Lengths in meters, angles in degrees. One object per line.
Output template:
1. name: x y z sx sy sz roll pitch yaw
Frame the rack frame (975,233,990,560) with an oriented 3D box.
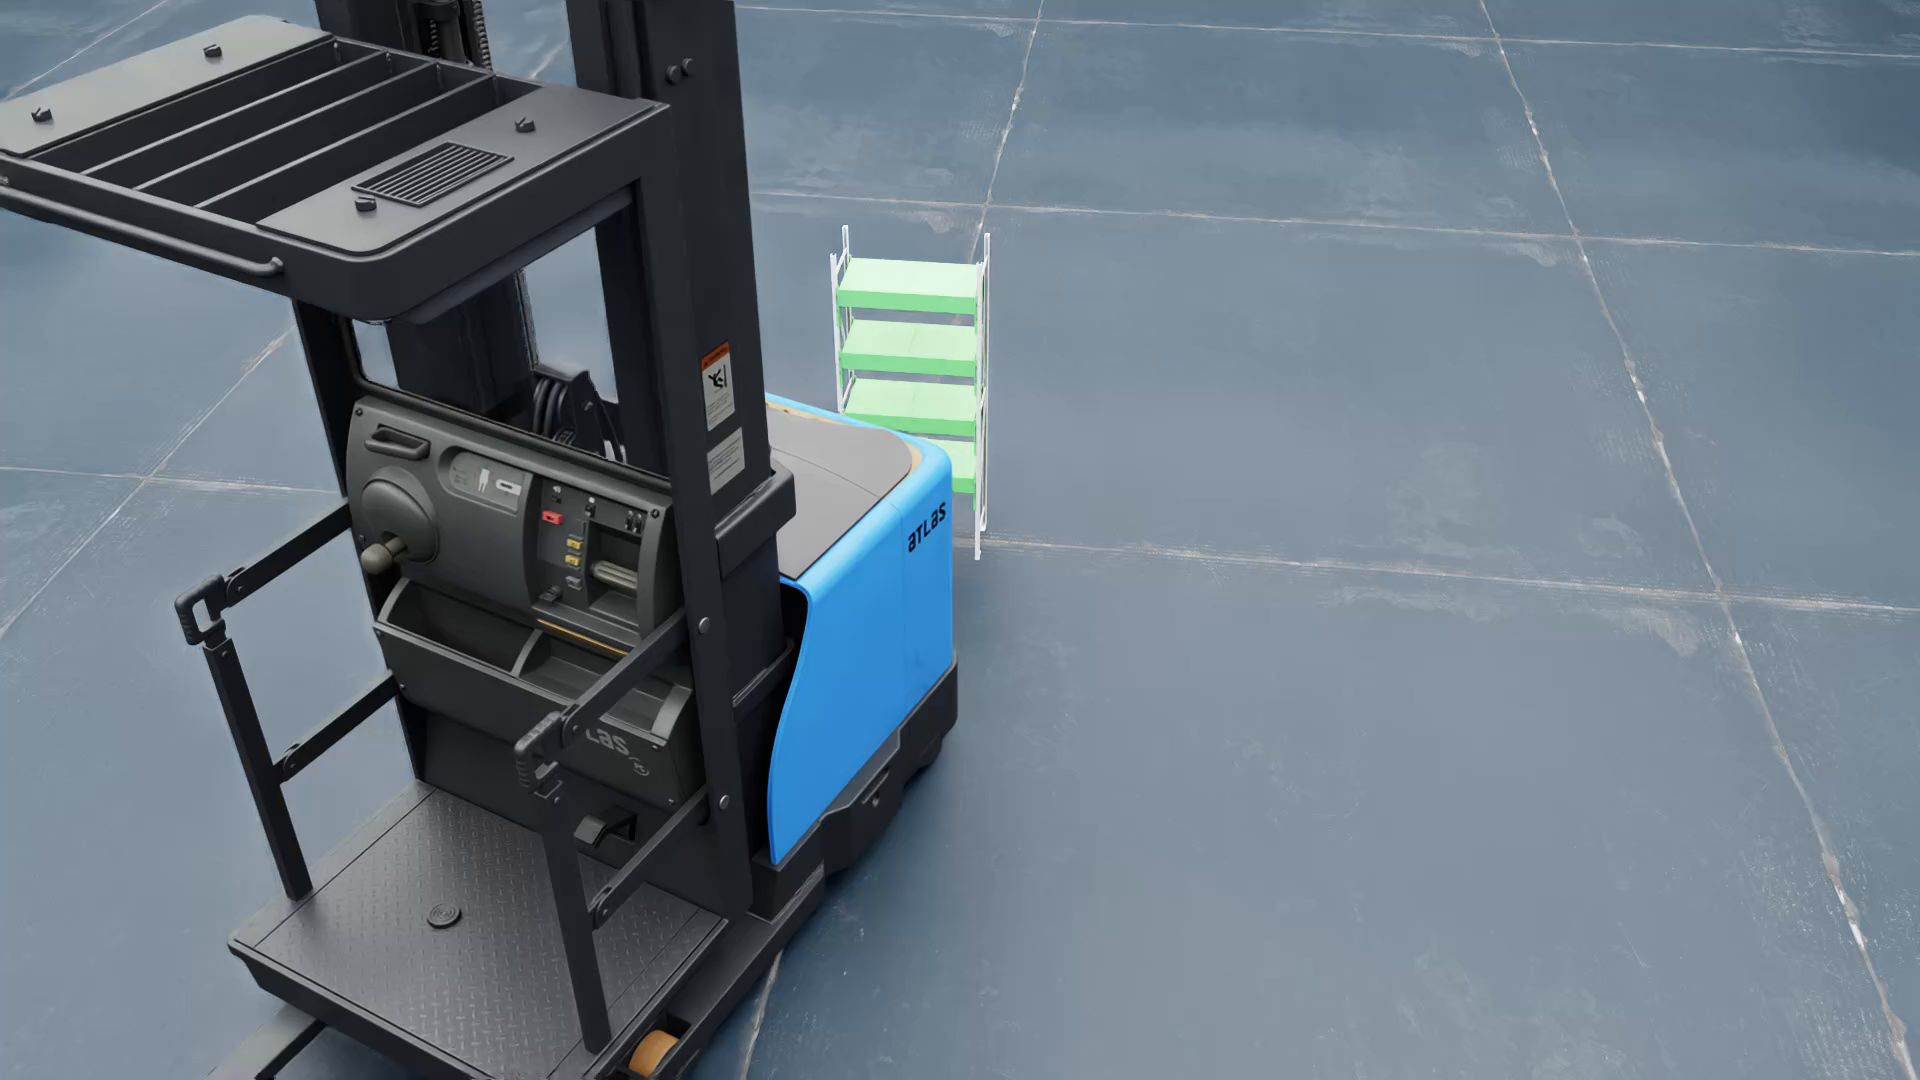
1. rack frame: 0.078 -0.483 5.893 0.015 1.200 0.240 4 36 6

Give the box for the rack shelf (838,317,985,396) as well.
1. rack shelf: -0.164 -0.644 5.816 0.480 0.148 0.258 4 36 6

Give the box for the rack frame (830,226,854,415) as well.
1. rack frame: -0.406 -0.519 5.944 0.015 1.200 0.240 4 36 6

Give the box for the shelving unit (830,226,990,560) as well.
1. shelving unit: -0.164 -0.501 5.919 0.503 1.200 0.258 4 36 6

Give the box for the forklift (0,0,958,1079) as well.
1. forklift: -1.162 0.025 3.692 1.130 2.935 3.031 18 39 23

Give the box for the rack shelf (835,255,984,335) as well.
1. rack shelf: -0.164 -0.839 5.677 0.480 0.148 0.258 4 36 6

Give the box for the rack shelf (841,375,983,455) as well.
1. rack shelf: -0.164 -0.449 5.956 0.480 0.148 0.258 4 36 6

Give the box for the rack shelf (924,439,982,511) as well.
1. rack shelf: -0.164 -0.253 6.095 0.480 0.148 0.258 4 36 6
